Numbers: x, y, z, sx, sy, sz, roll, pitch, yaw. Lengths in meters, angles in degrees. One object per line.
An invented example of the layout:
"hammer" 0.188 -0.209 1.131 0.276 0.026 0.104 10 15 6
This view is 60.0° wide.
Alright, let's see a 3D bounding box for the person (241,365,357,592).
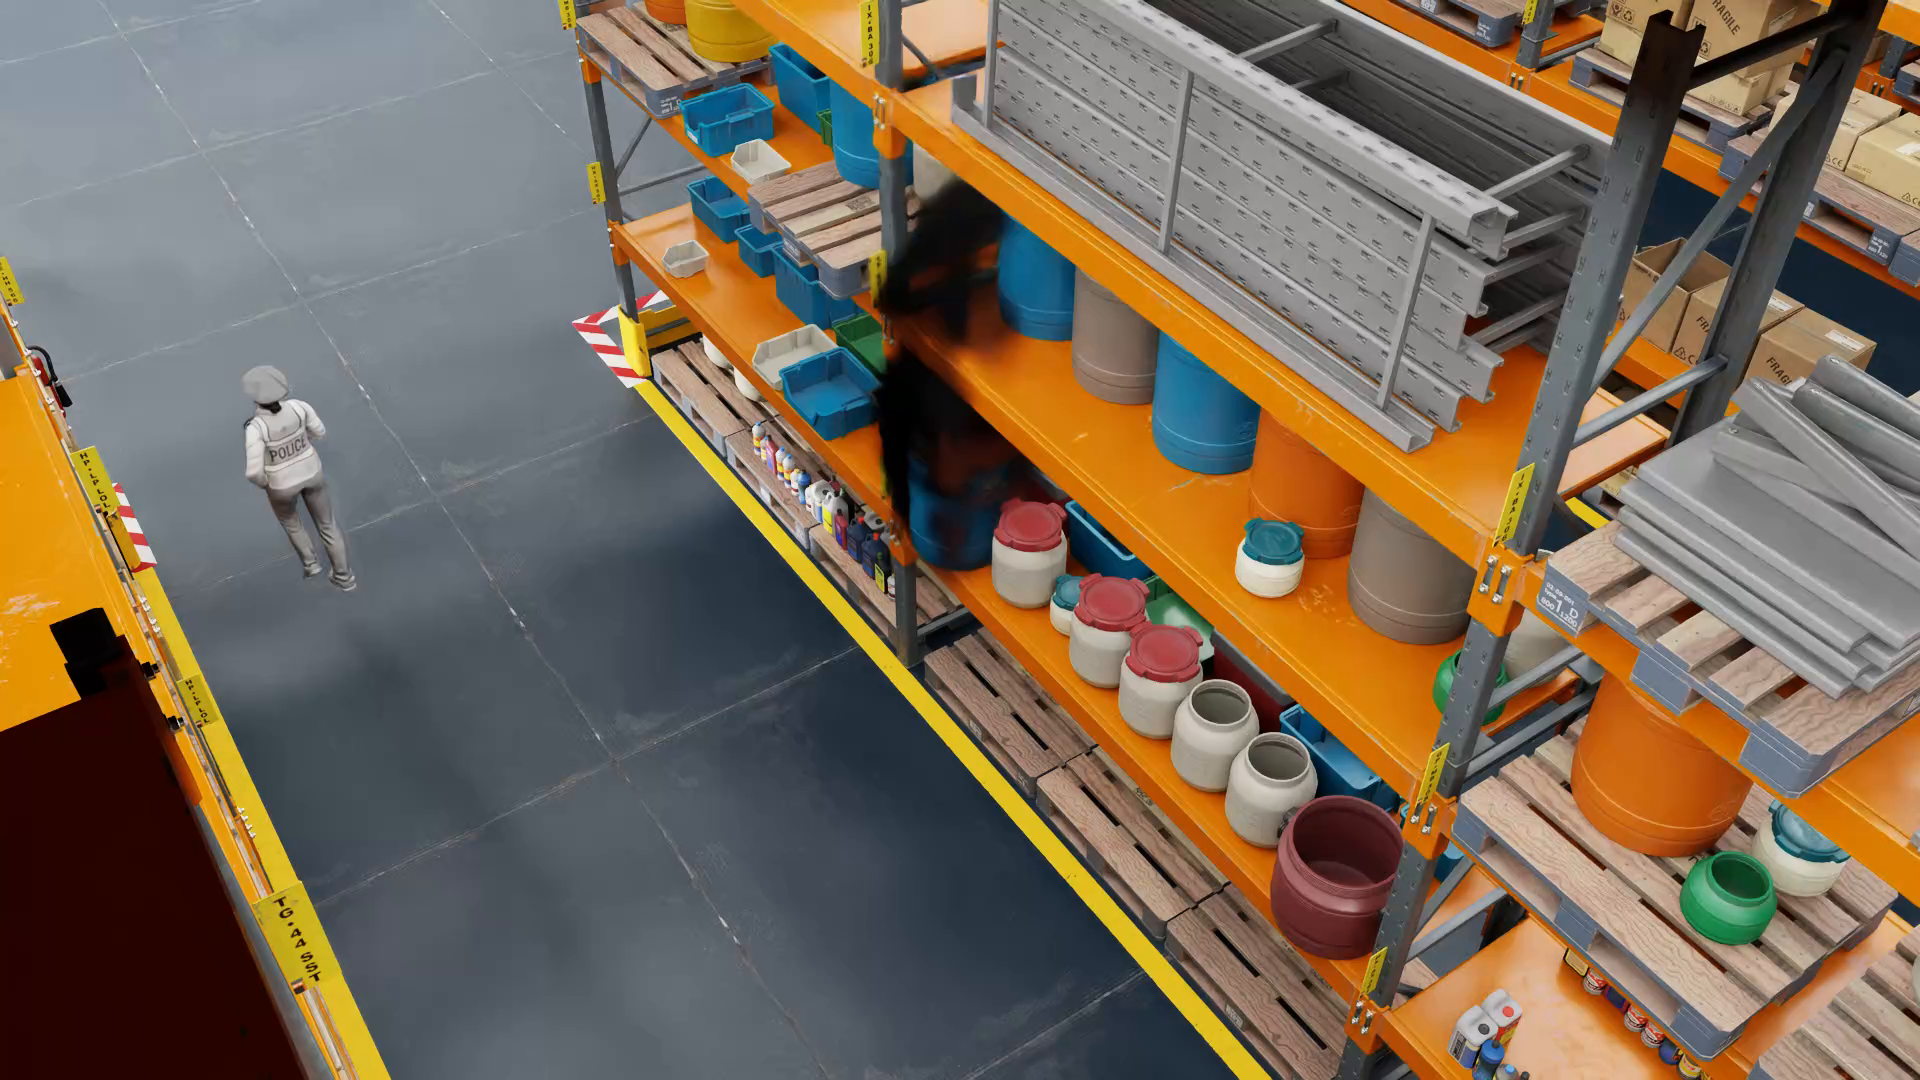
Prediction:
"person" -4.216 -0.359 10.509 0.592 1.783 0.666 -30 50 -28
